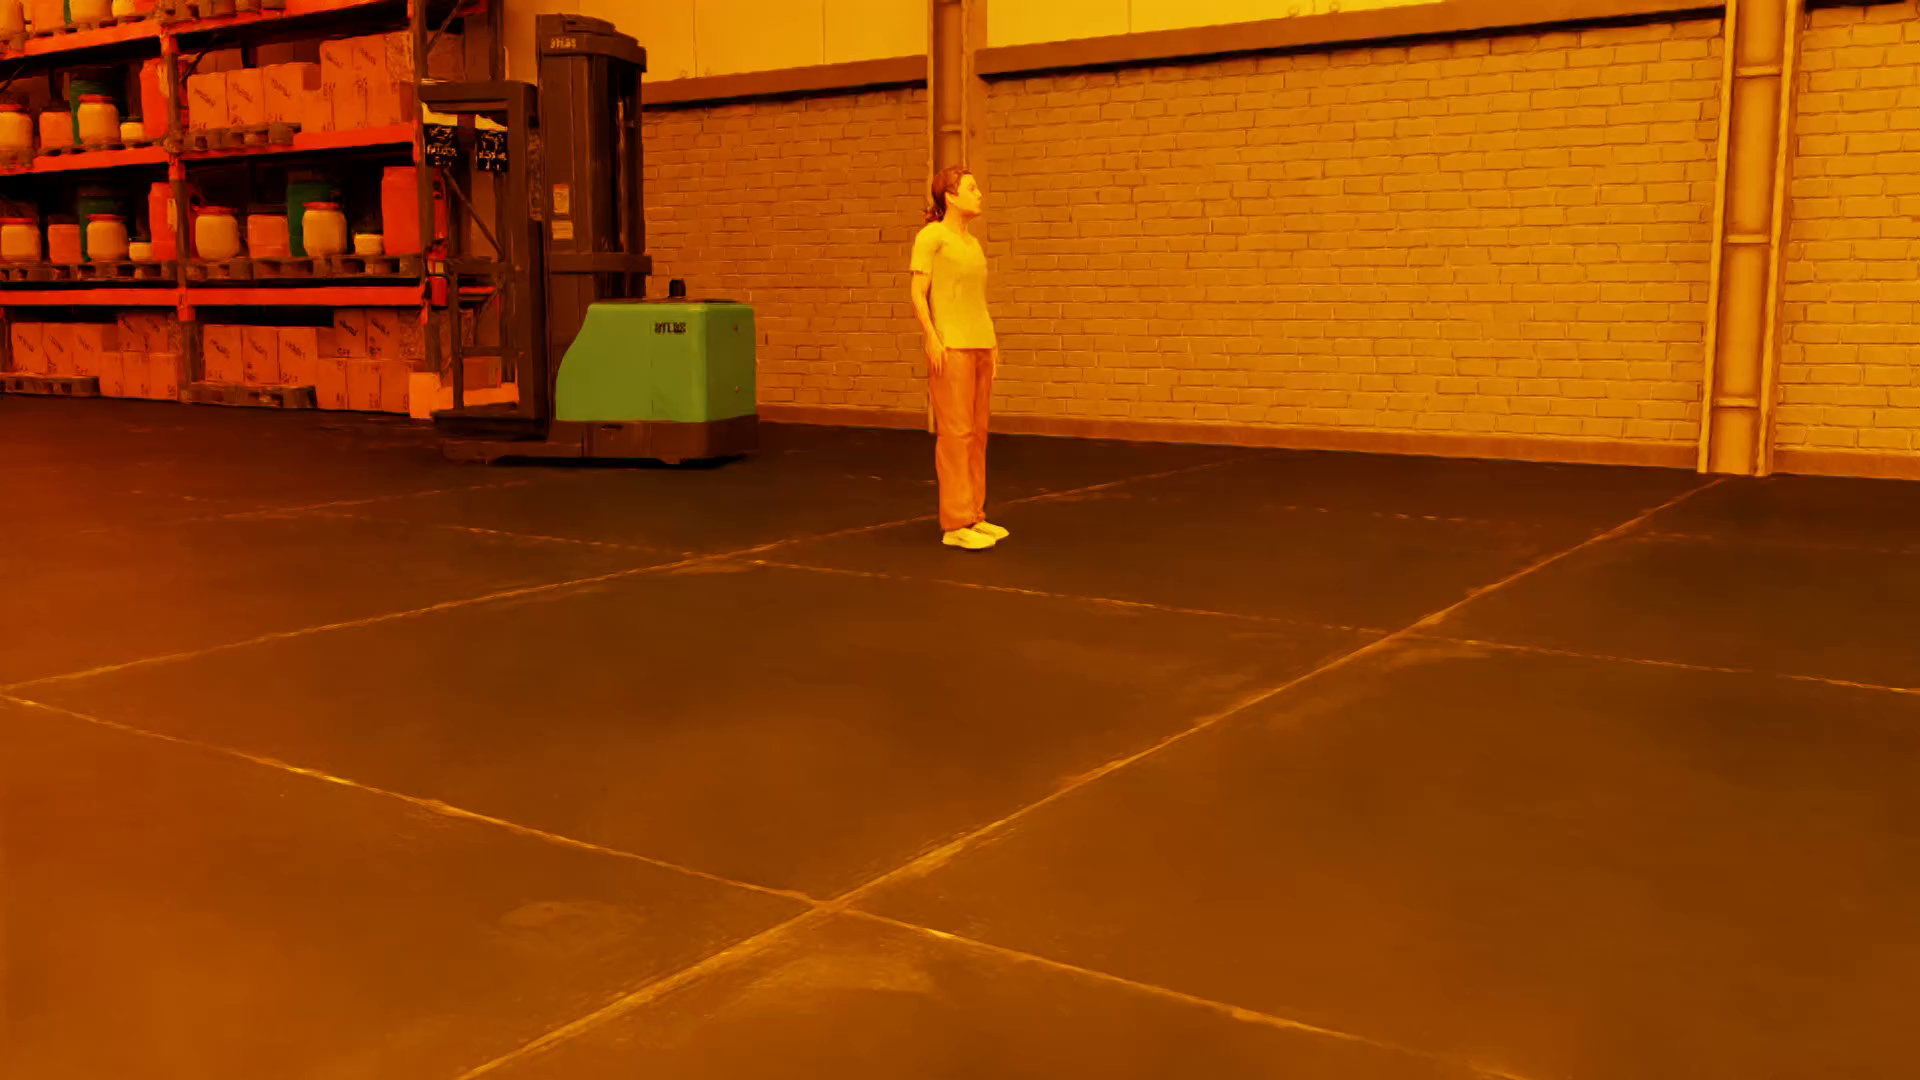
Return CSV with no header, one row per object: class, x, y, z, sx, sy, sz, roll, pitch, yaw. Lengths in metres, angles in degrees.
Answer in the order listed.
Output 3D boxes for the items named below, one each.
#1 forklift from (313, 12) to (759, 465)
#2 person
forklift,-2.988,-2.024,11.430,3.031,2.935,1.130,2,8,14
person,0.055,-0.830,7.435,0.548,1.674,0.554,5,10,34
